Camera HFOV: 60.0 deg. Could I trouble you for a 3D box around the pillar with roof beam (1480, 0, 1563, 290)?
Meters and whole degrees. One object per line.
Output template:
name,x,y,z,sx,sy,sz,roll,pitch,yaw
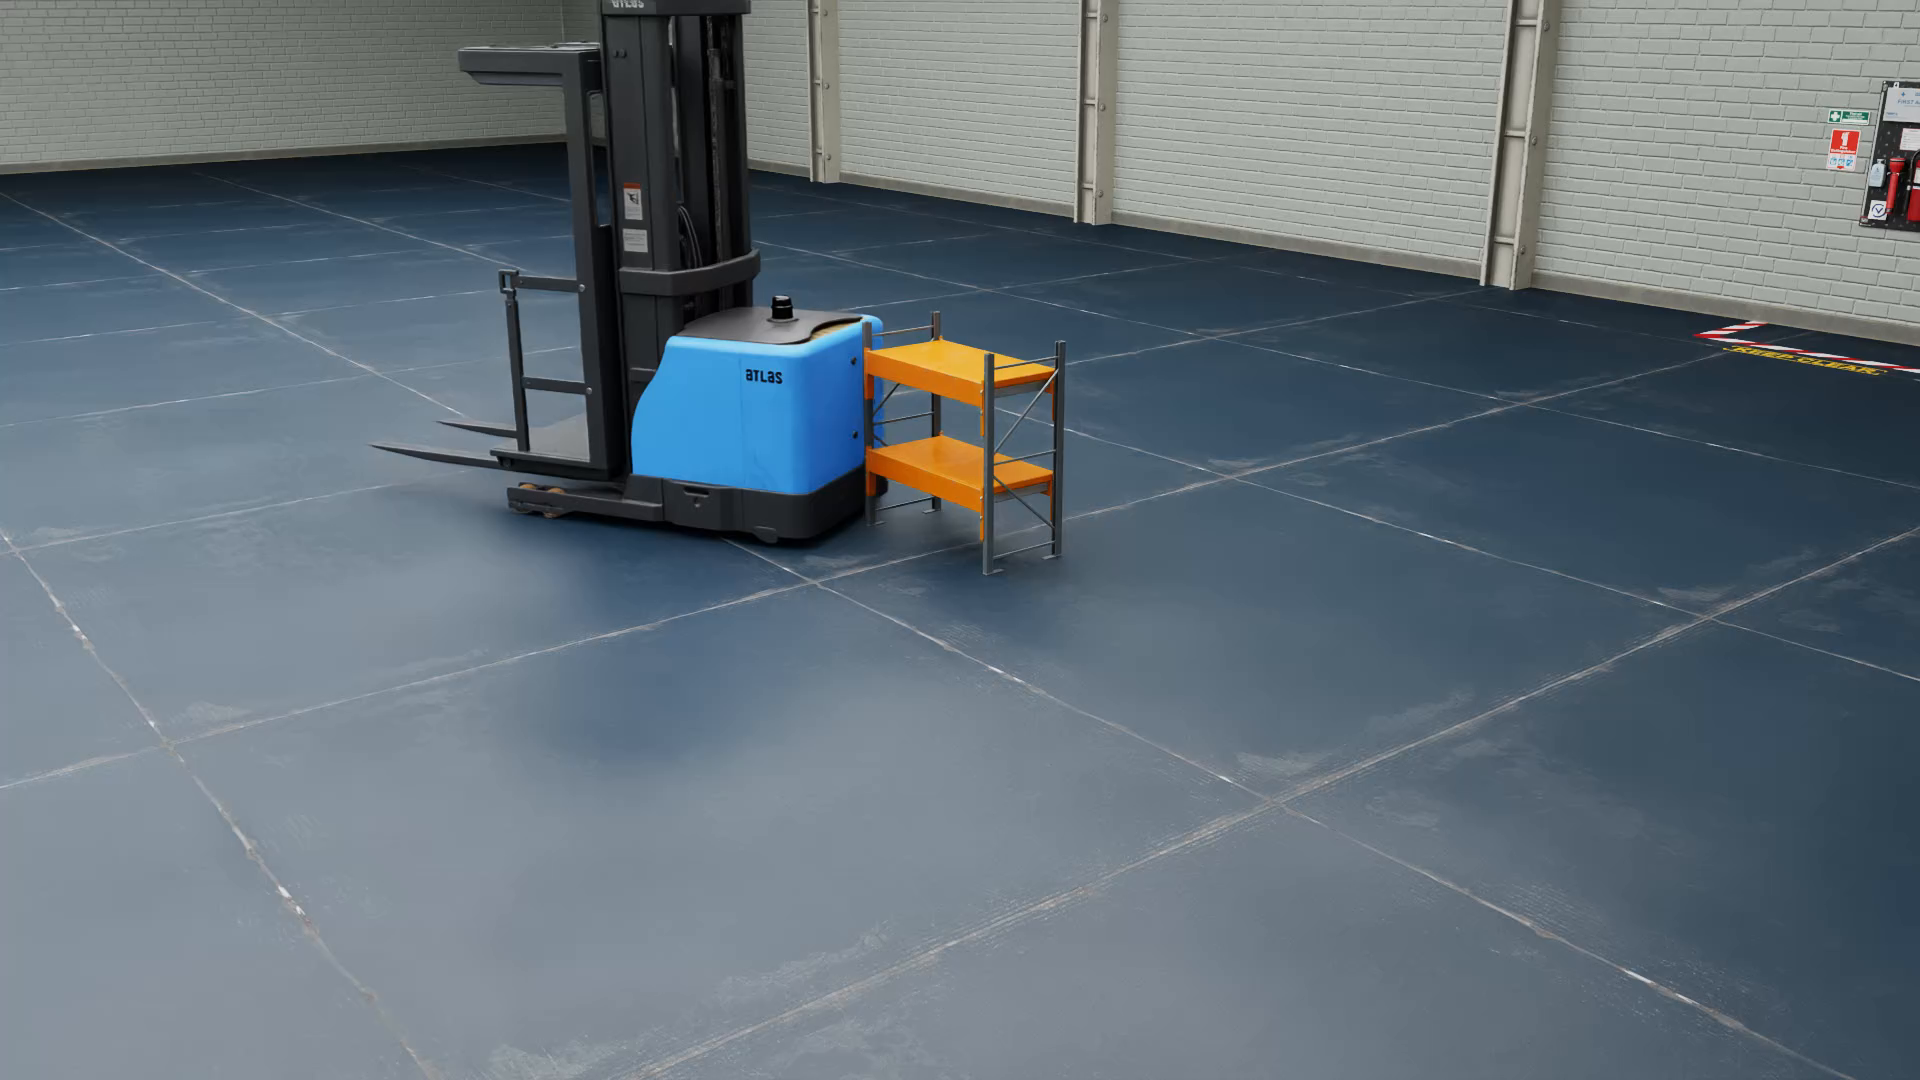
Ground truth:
pillar with roof beam,2.026,-5.948,12.509,9.100,9.000,0.400,-14,23,-36

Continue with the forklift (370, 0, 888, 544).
forklift,-1.977,-1.655,9.198,3.031,2.935,1.130,8,20,22

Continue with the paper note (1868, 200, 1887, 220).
paper note,7.566,-2.717,13.697,0.016,0.148,0.142,-14,23,-36

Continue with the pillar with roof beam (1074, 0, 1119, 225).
pillar with roof beam,-1.699,-7.426,16.974,9.100,9.000,0.400,-14,23,-36

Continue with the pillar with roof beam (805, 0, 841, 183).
pillar with roof beam,-5.424,-8.905,21.439,9.100,9.000,0.400,-14,23,-36

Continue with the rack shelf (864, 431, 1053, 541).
rack shelf,0.004,-0.300,8.758,0.538,0.278,1.000,-14,23,-36

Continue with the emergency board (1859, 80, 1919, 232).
emergency board,7.622,-3.078,13.386,0.194,1.169,0.643,-14,23,-36

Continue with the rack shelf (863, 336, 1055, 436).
rack shelf,0.004,-0.810,8.589,0.538,0.278,1.000,-14,23,-36

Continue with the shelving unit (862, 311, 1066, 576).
shelving unit,0.004,-0.532,8.681,0.538,1.125,1.048,-14,23,-36

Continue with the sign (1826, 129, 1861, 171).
sign,7.359,-3.251,13.853,0.001,0.329,0.234,-14,23,-36

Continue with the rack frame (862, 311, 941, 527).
rack frame,-0.311,-0.658,9.059,0.500,1.125,0.032,-14,23,-36

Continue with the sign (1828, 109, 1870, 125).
sign,7.355,-3.500,13.761,0.001,0.109,0.331,-14,23,-36

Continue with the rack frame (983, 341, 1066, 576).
rack frame,0.320,-0.407,8.302,0.500,1.125,0.032,-14,23,-36
